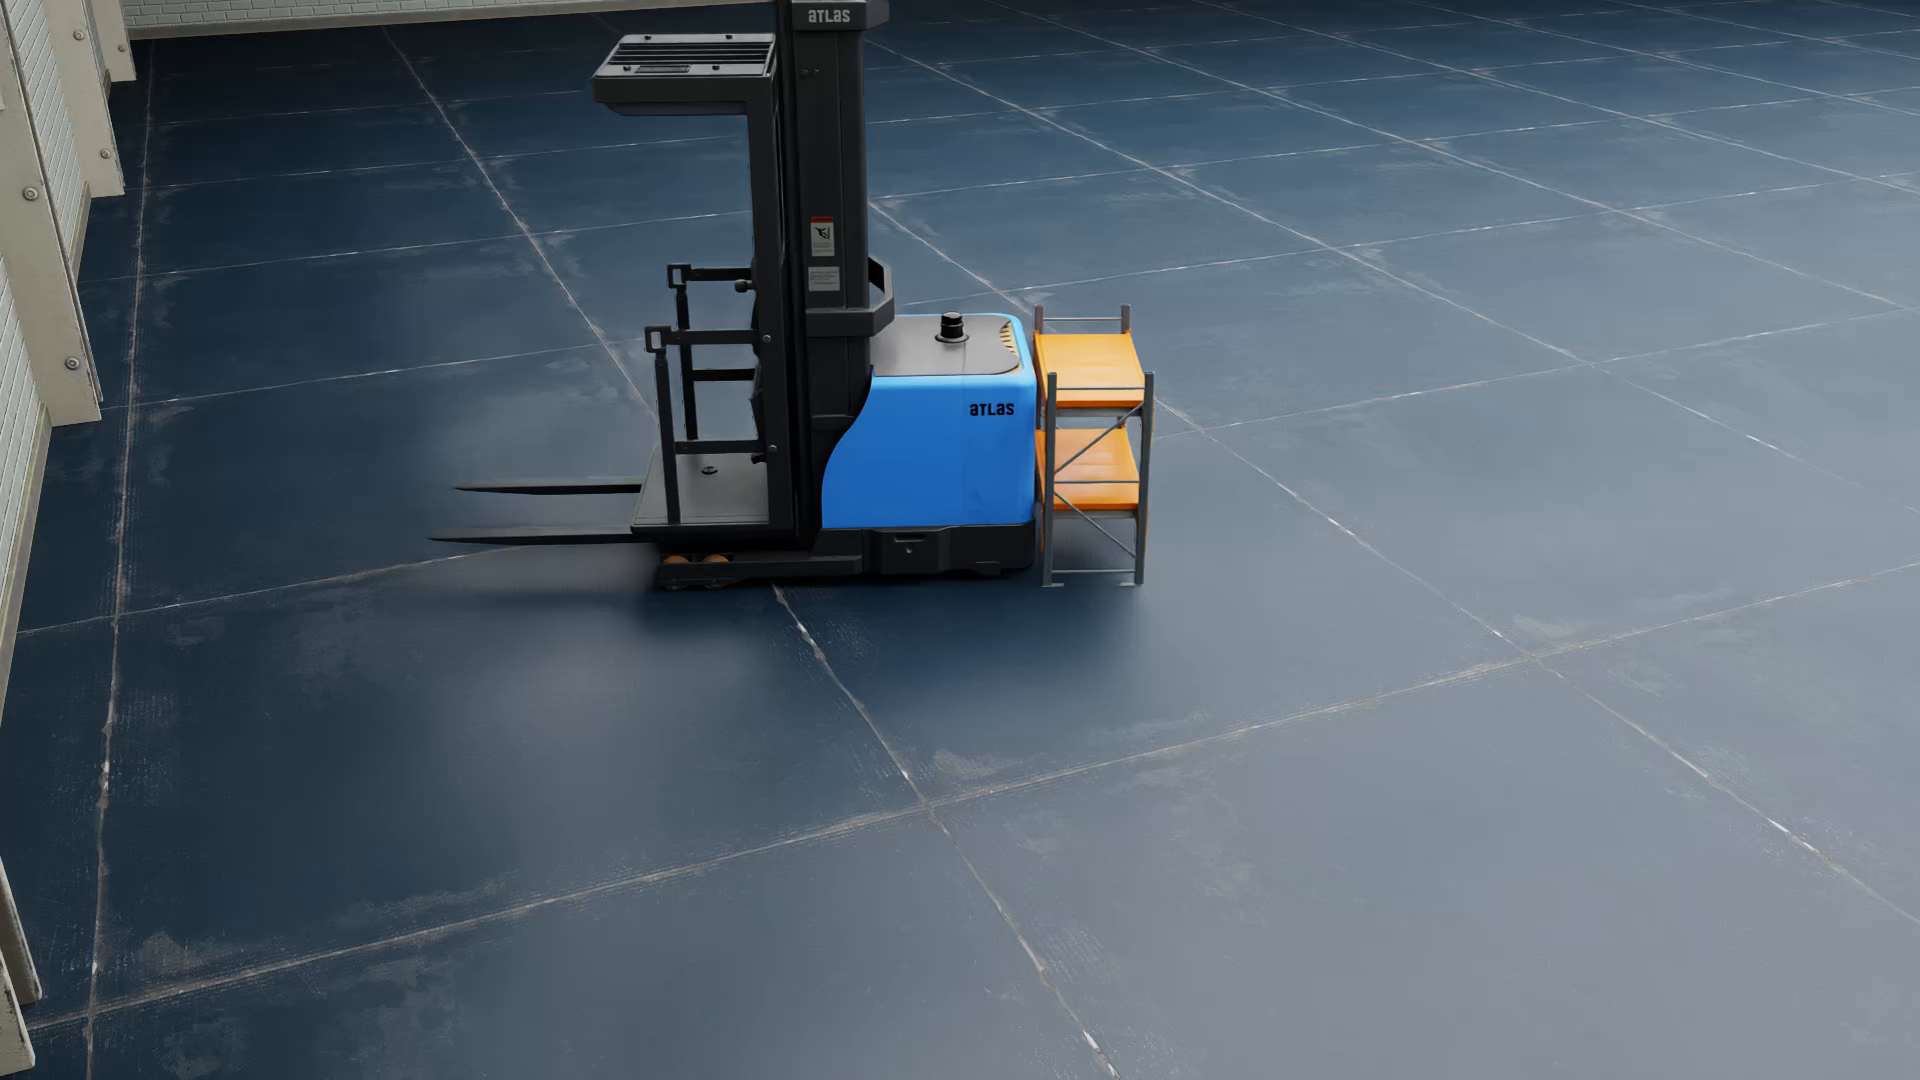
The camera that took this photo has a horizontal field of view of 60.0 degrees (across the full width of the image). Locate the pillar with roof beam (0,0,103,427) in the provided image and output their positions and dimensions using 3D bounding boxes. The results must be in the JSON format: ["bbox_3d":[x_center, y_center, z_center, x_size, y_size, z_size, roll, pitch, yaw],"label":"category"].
[{"bbox_3d":[-1.563,-5.577,9.916,9.100,9.000,0.400,-11,28,-21],"label":"pillar with roof beam"}]

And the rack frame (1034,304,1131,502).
[{"bbox_3d":[0.642,-0.725,8.952,0.500,1.125,0.032,0,26,-1],"label":"rack frame"}]

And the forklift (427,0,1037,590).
[{"bbox_3d":[-1.156,-1.308,8.088,3.031,2.935,1.130,-1,26,-3],"label":"forklift"}]

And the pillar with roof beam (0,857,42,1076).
[{"bbox_3d":[0.787,-3.155,4.955,9.100,9.000,0.400,-11,28,-21],"label":"pillar with roof beam"}]

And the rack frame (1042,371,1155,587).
[{"bbox_3d":[0.661,-0.279,8.039,0.500,1.125,0.032,0,26,-1],"label":"rack frame"}]

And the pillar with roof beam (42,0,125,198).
[{"bbox_3d":[-3.913,-7.999,14.877,9.100,9.000,0.400,-11,28,-21],"label":"pillar with roof beam"}]

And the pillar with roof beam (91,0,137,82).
[{"bbox_3d":[-6.262,-10.422,19.838,9.100,9.000,0.400,-11,28,-21],"label":"pillar with roof beam"}]

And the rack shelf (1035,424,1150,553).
[{"bbox_3d":[0.651,-0.282,8.603,0.538,0.278,1.000,0,26,-1],"label":"rack shelf"}]

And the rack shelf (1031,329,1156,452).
[{"bbox_3d":[0.652,-0.765,8.367,0.538,0.278,1.000,0,26,-1],"label":"rack shelf"}]

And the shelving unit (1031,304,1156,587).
[{"bbox_3d":[0.652,-0.502,8.495,0.538,1.125,1.048,0,26,-1],"label":"shelving unit"}]
